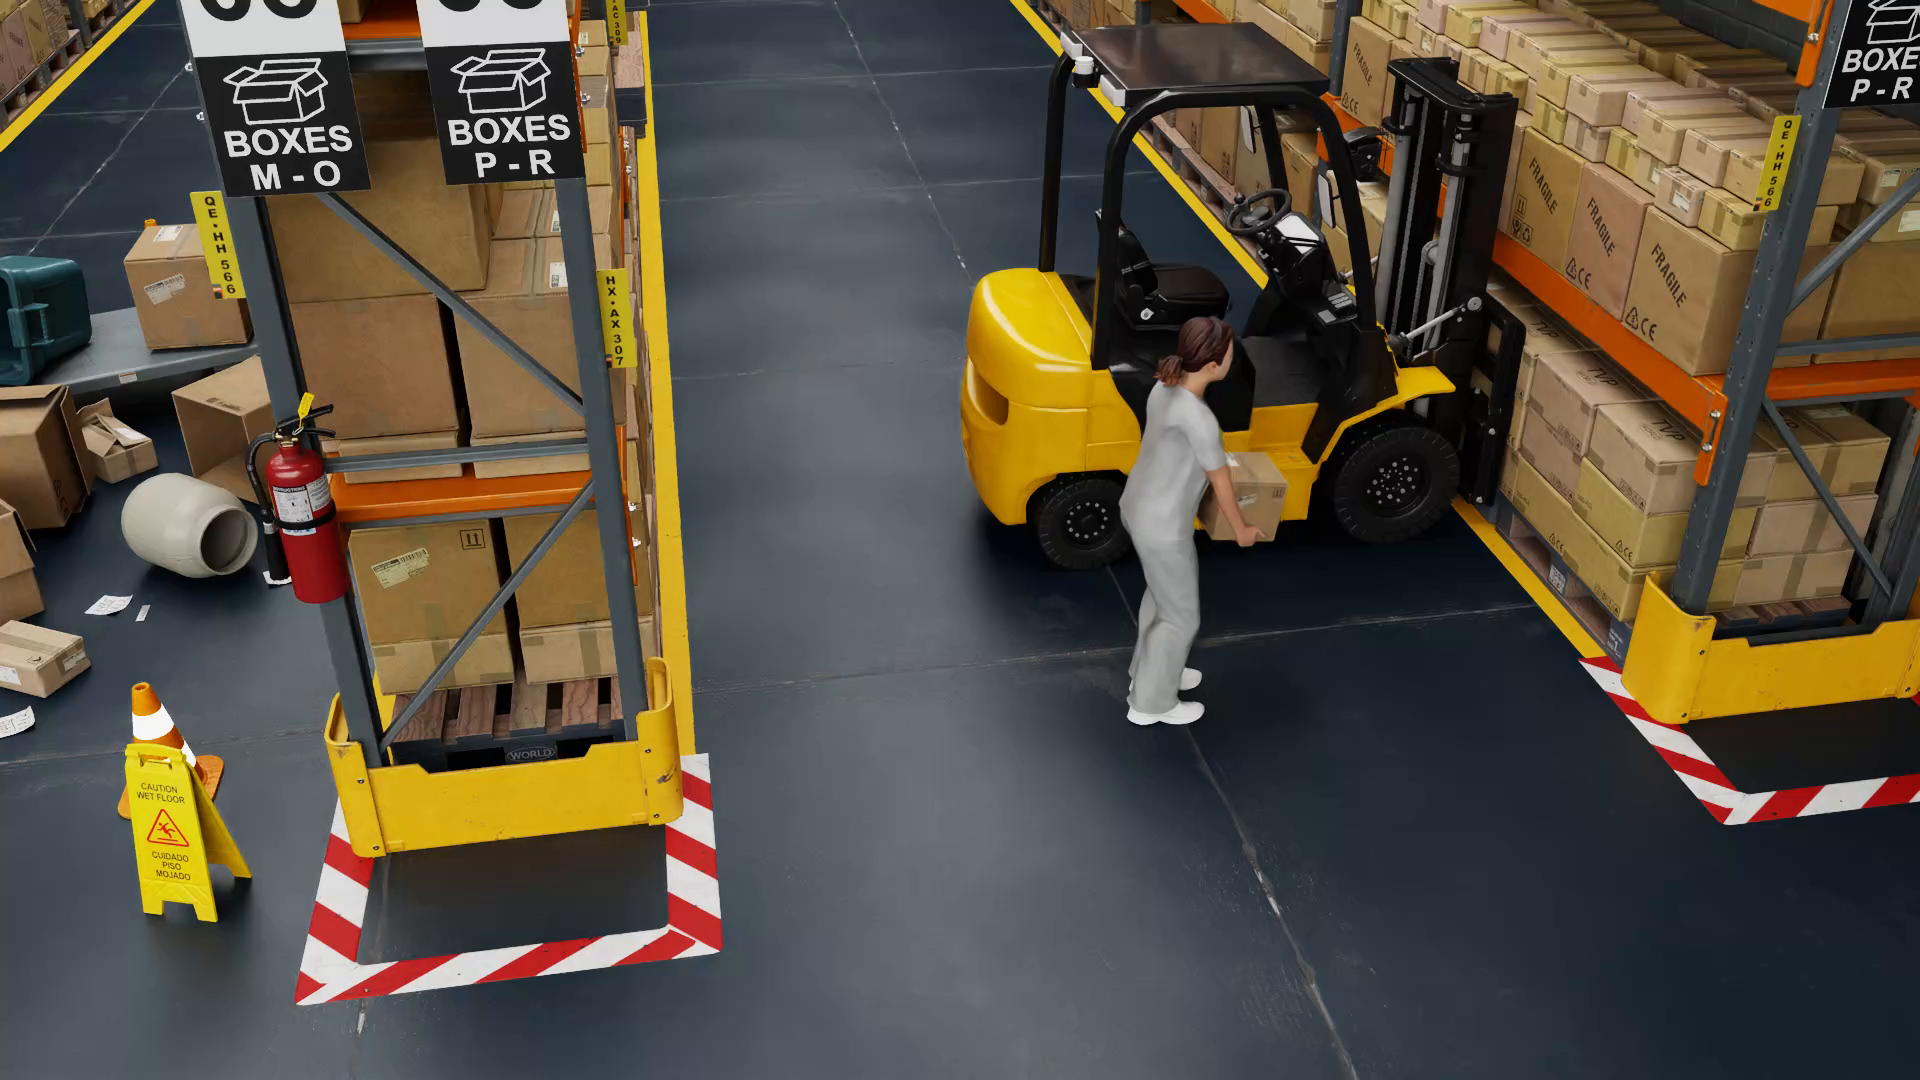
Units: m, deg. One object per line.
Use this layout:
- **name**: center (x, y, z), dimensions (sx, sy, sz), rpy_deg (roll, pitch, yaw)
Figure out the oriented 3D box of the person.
- **person**: center (0.862, -0.101, 6.260), dimensions (0.520, 1.587, 0.411), rpy_deg (-6, 31, -10)
